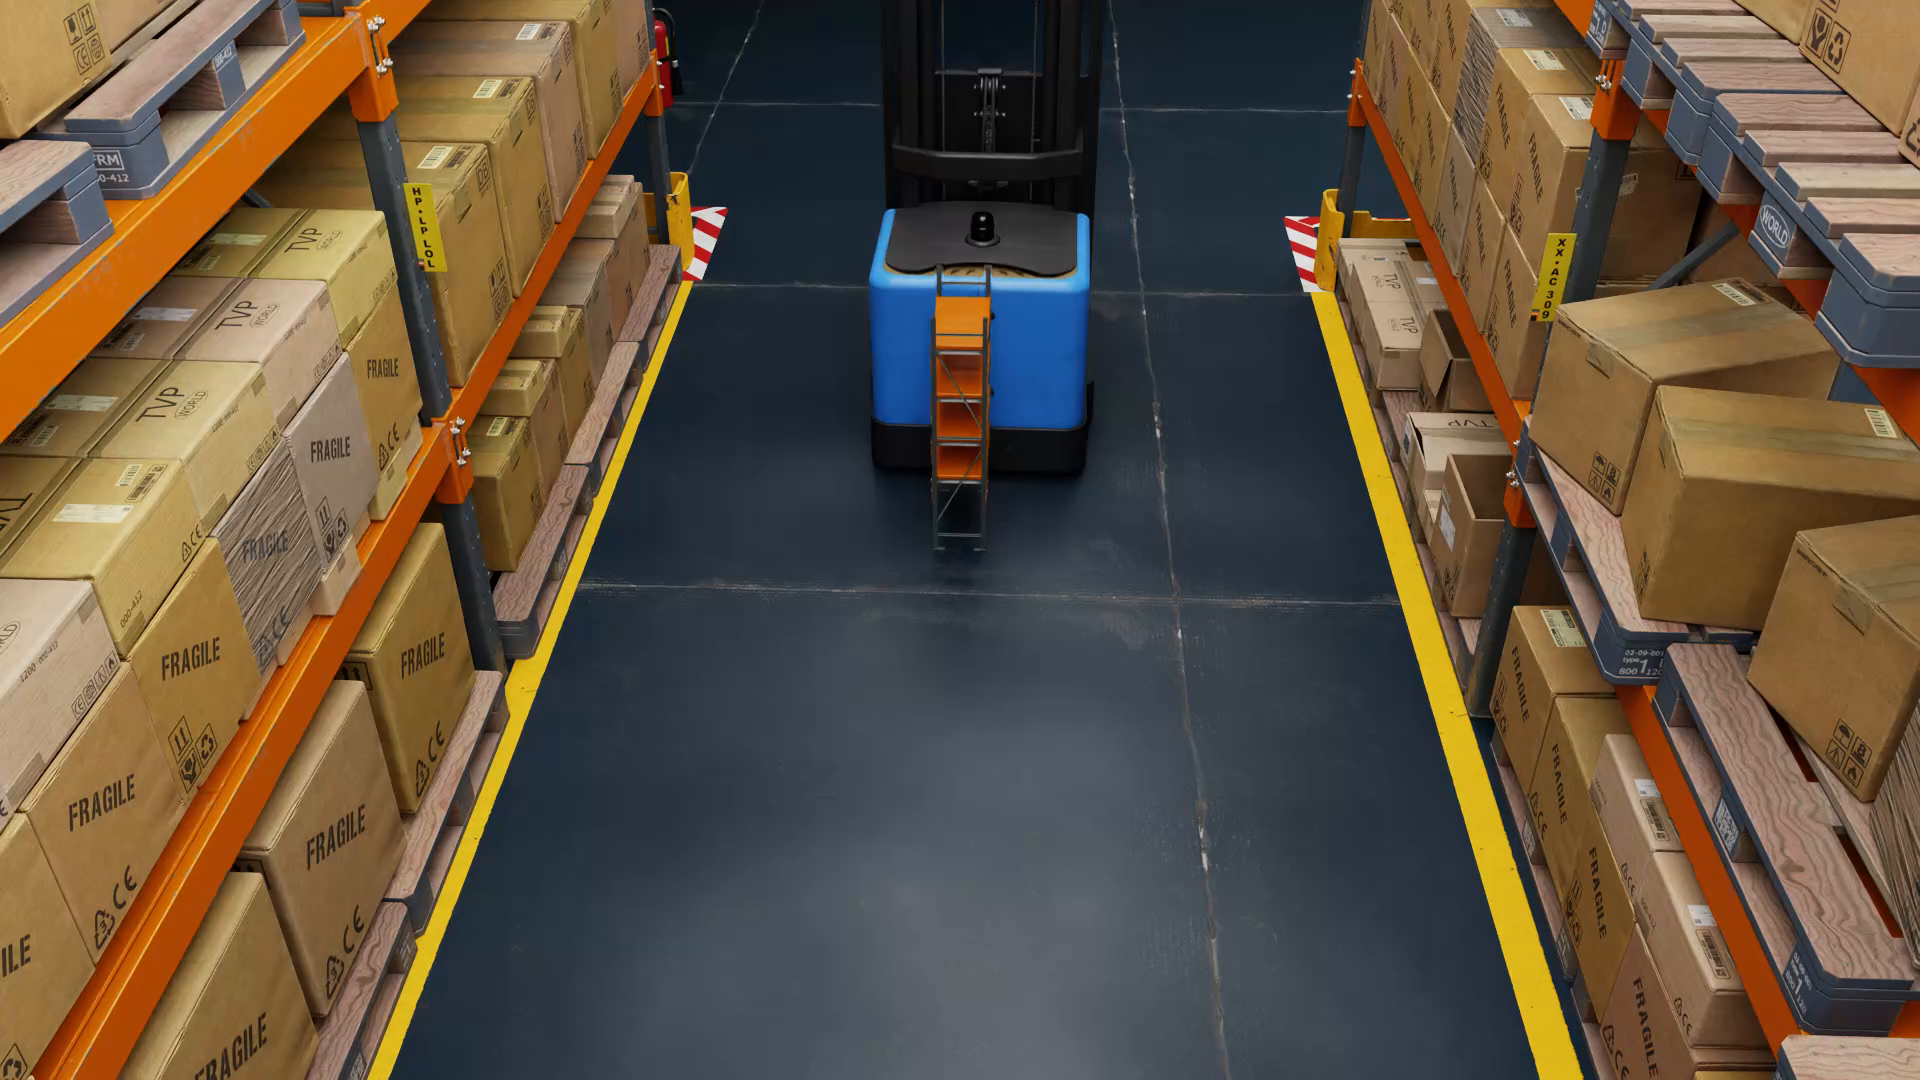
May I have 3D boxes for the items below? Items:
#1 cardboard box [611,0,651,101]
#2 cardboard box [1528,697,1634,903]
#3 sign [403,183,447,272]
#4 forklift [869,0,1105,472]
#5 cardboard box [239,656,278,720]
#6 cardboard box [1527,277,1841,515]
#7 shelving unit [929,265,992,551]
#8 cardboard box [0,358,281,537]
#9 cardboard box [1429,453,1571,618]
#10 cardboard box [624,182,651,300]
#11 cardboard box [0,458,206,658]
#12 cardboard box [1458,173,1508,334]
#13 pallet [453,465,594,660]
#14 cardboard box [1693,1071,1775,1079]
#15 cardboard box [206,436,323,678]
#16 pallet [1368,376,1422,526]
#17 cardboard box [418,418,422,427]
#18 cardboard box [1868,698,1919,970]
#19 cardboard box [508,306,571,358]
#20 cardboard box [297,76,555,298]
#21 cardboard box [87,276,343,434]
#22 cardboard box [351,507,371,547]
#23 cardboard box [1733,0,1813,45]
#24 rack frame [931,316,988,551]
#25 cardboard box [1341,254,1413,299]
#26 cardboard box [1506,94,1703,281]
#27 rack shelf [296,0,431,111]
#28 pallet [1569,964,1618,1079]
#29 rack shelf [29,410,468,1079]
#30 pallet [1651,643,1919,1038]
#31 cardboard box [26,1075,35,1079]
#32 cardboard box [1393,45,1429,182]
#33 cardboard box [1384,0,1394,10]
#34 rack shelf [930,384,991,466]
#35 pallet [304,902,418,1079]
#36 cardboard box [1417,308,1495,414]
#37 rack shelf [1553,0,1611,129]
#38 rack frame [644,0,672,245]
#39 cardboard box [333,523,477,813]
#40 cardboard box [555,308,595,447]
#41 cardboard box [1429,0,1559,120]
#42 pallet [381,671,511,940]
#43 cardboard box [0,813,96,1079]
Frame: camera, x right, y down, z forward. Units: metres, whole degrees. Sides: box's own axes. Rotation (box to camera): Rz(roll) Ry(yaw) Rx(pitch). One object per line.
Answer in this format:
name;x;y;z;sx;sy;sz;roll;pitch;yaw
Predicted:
cardboard box;-2.238;-2.768;8.819;0.980;0.700;0.700;3;35;4
cardboard box;2.288;0.894;5.661;0.500;0.500;0.500;2;35;3
sign;-1.846;-1.075;5.732;0.100;0.325;0.005;1;35;2
forklift;0.173;-2.353;8.549;1.130;2.935;3.031;2;35;3
cardboard box;-2.214;0.384;4.796;0.380;0.149;0.250;0;35;1
cardboard box;2.319;-0.474;5.363;0.700;0.500;0.500;-10;36;-14
shelving unit;0.007;-0.586;7.540;0.258;1.200;0.503;1;35;2
cardboard box;-2.202;-0.257;4.492;0.500;0.250;0.500;2;35;3
cardboard box;2.301;-0.019;6.960;0.500;0.500;0.500;1;35;2
cardboard box;-2.156;-1.683;9.345;0.700;0.500;0.500;1;35;2
cardboard box;-2.222;0.036;4.075;0.500;0.250;0.500;1;35;1
cardboard box;2.345;-1.158;6.703;0.500;0.500;0.500;2;35;3
pallet;-2.279;0.065;7.473;1.003;0.211;1.213;1;35;2
cardboard box;2.225;1.773;4.410;0.500;0.500;0.500;0;35;0
cardboard box;-2.194;0.042;4.719;0.500;0.500;0.500;1;35;2
pallet;2.636;-0.484;8.256;1.003;0.211;1.213;1;35;2
cardboard box;-2.460;-0.403;6.960;0.380;0.149;0.250;1;35;2
cardboard box;2.541;0.672;3.733;0.700;0.500;0.500;8;36;11
cardboard box;-2.039;-0.975;7.773;0.380;0.149;0.250;0;35;1
cardboard box;-2.315;-1.494;7.006;0.980;0.700;0.700;0;35;1
cardboard box;-2.182;-0.550;4.909;0.500;0.250;0.500;2;35;3
cardboard box;-2.161;-0.052;5.416;0.380;0.149;0.250;2;35;3
cardboard box;2.468;-1.721;4.443;0.600;0.600;0.600;-2;35;-3
rack frame;-0.003;-0.446;7.341;0.240;1.200;0.015;1;35;2
cardboard box;2.352;-1.471;9.316;0.380;0.166;0.250;1;35;2
cardboard box;2.323;-1.275;5.998;0.500;0.500;0.500;2;35;2
rack shelf;-2.308;-2.722;7.032;1.077;0.370;4.000;1;35;2
pallet;2.520;1.784;5.028;1.003;0.211;1.213;1;35;2
rack shelf;-2.469;0.803;4.624;1.077;0.370;4.000;1;35;2
pallet;2.474;0.731;4.268;1.003;0.211;1.213;1;35;2
cardboard box;-2.190;1.273;3.531;0.380;0.149;0.250;2;35;3
cardboard box;2.403;-2.033;7.948;0.500;0.500;0.500;1;35;2
cardboard box;2.441;-3.027;8.492;0.500;0.500;0.500;2;35;3
rack shelf;0.007;-0.531;7.579;0.258;0.148;0.480;1;35;2
pallet;-2.390;1.648;5.221;1.003;0.211;1.213;1;35;2
cardboard box;2.632;-0.766;8.020;0.797;0.503;0.637;1;35;2
rack shelf;2.642;-2.610;6.872;1.077;0.370;4.000;1;35;2
rack frame;-2.228;-2.939;9.322;1.000;3.000;0.127;1;35;2
cardboard box;-2.284;0.444;6.014;0.750;0.750;0.750;2;35;2
cardboard box;-2.209;-0.800;8.089;0.700;0.500;0.500;2;35;3
cardboard box;2.383;-2.148;7.241;0.500;0.500;0.500;1;35;1
pallet;-2.344;0.946;6.221;1.003;0.211;1.213;1;35;2
cardboard box;-2.243;0.913;3.479;0.500;0.500;0.500;2;35;3
